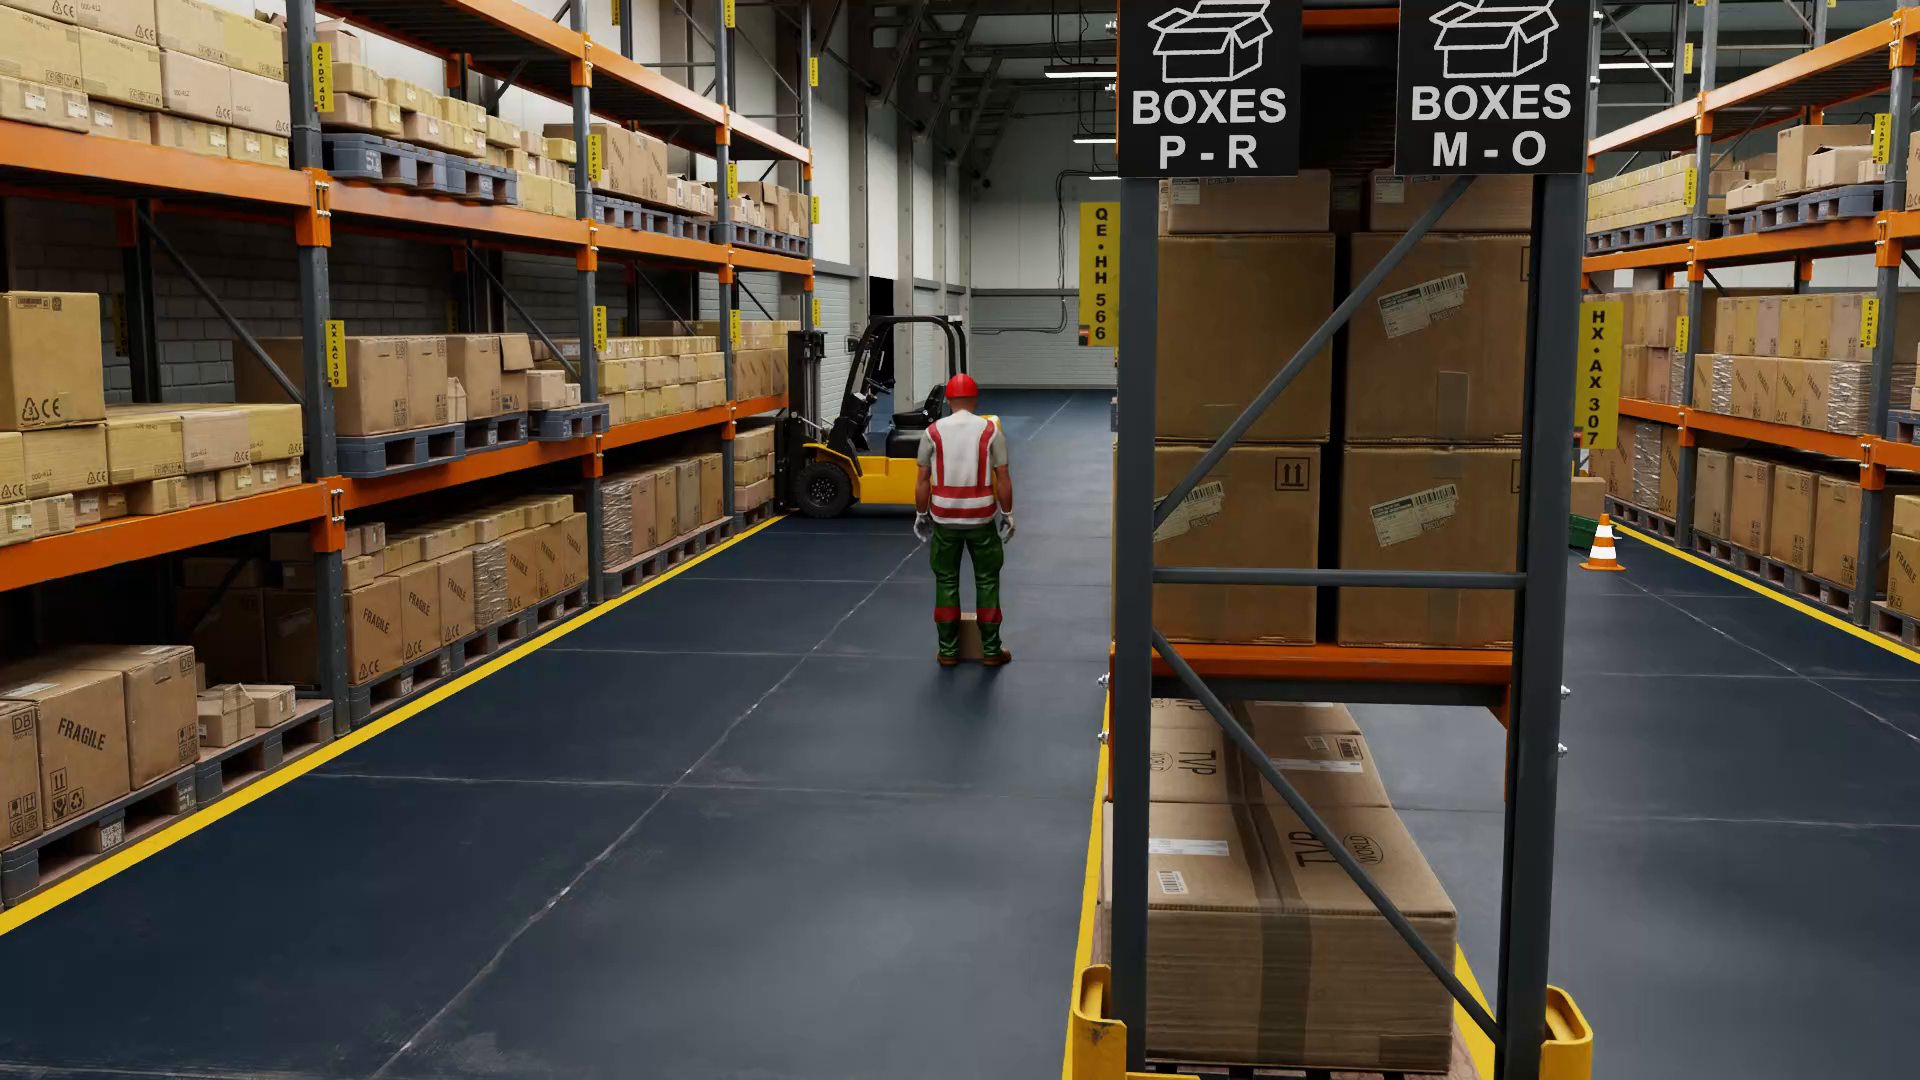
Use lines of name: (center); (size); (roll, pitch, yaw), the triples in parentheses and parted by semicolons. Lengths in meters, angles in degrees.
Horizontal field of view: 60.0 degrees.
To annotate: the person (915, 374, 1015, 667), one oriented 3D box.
person: (0.030, -0.122, 10.165); (0.616, 1.777, 0.454); (0, 8, 4)
